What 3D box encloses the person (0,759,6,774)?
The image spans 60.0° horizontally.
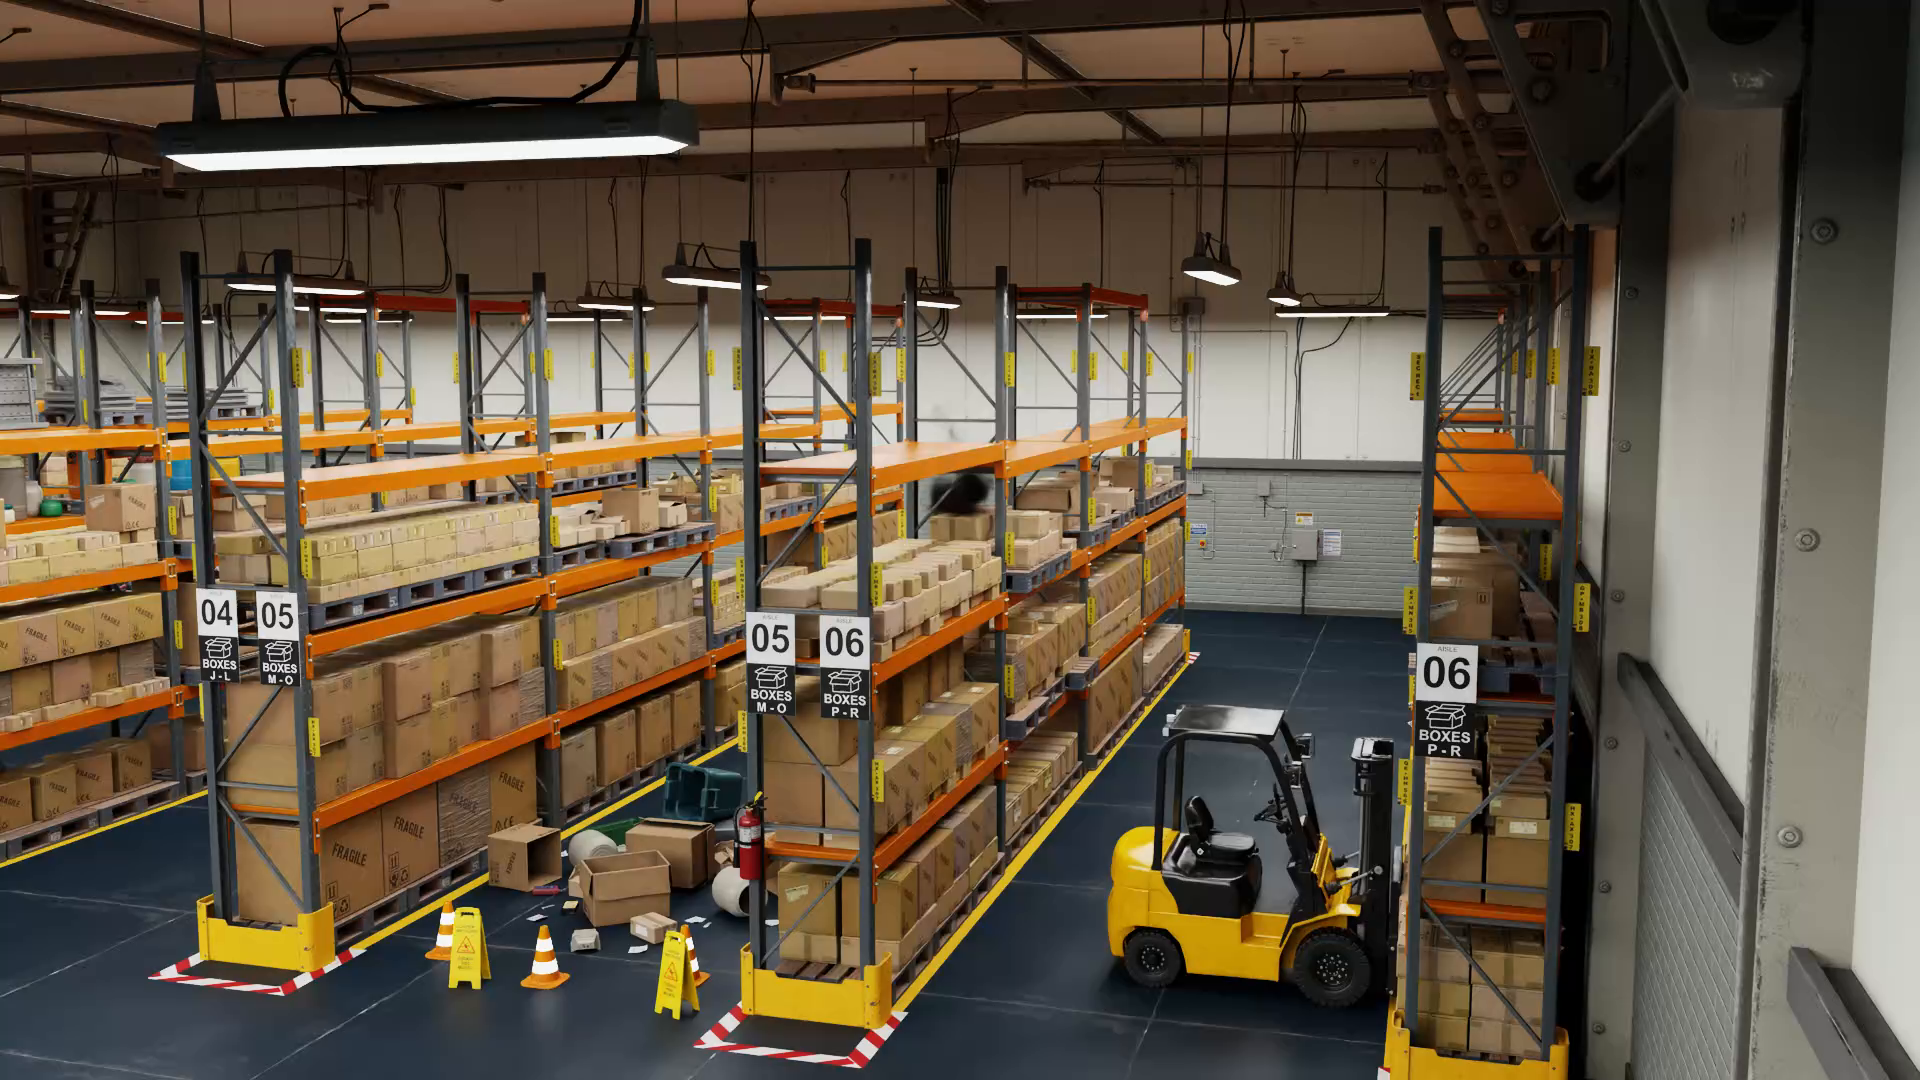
[{"bbox_3d":[-11.264,2.166,19.070,0.670,1.798,0.728,1,6,7],"label":"person"}]
